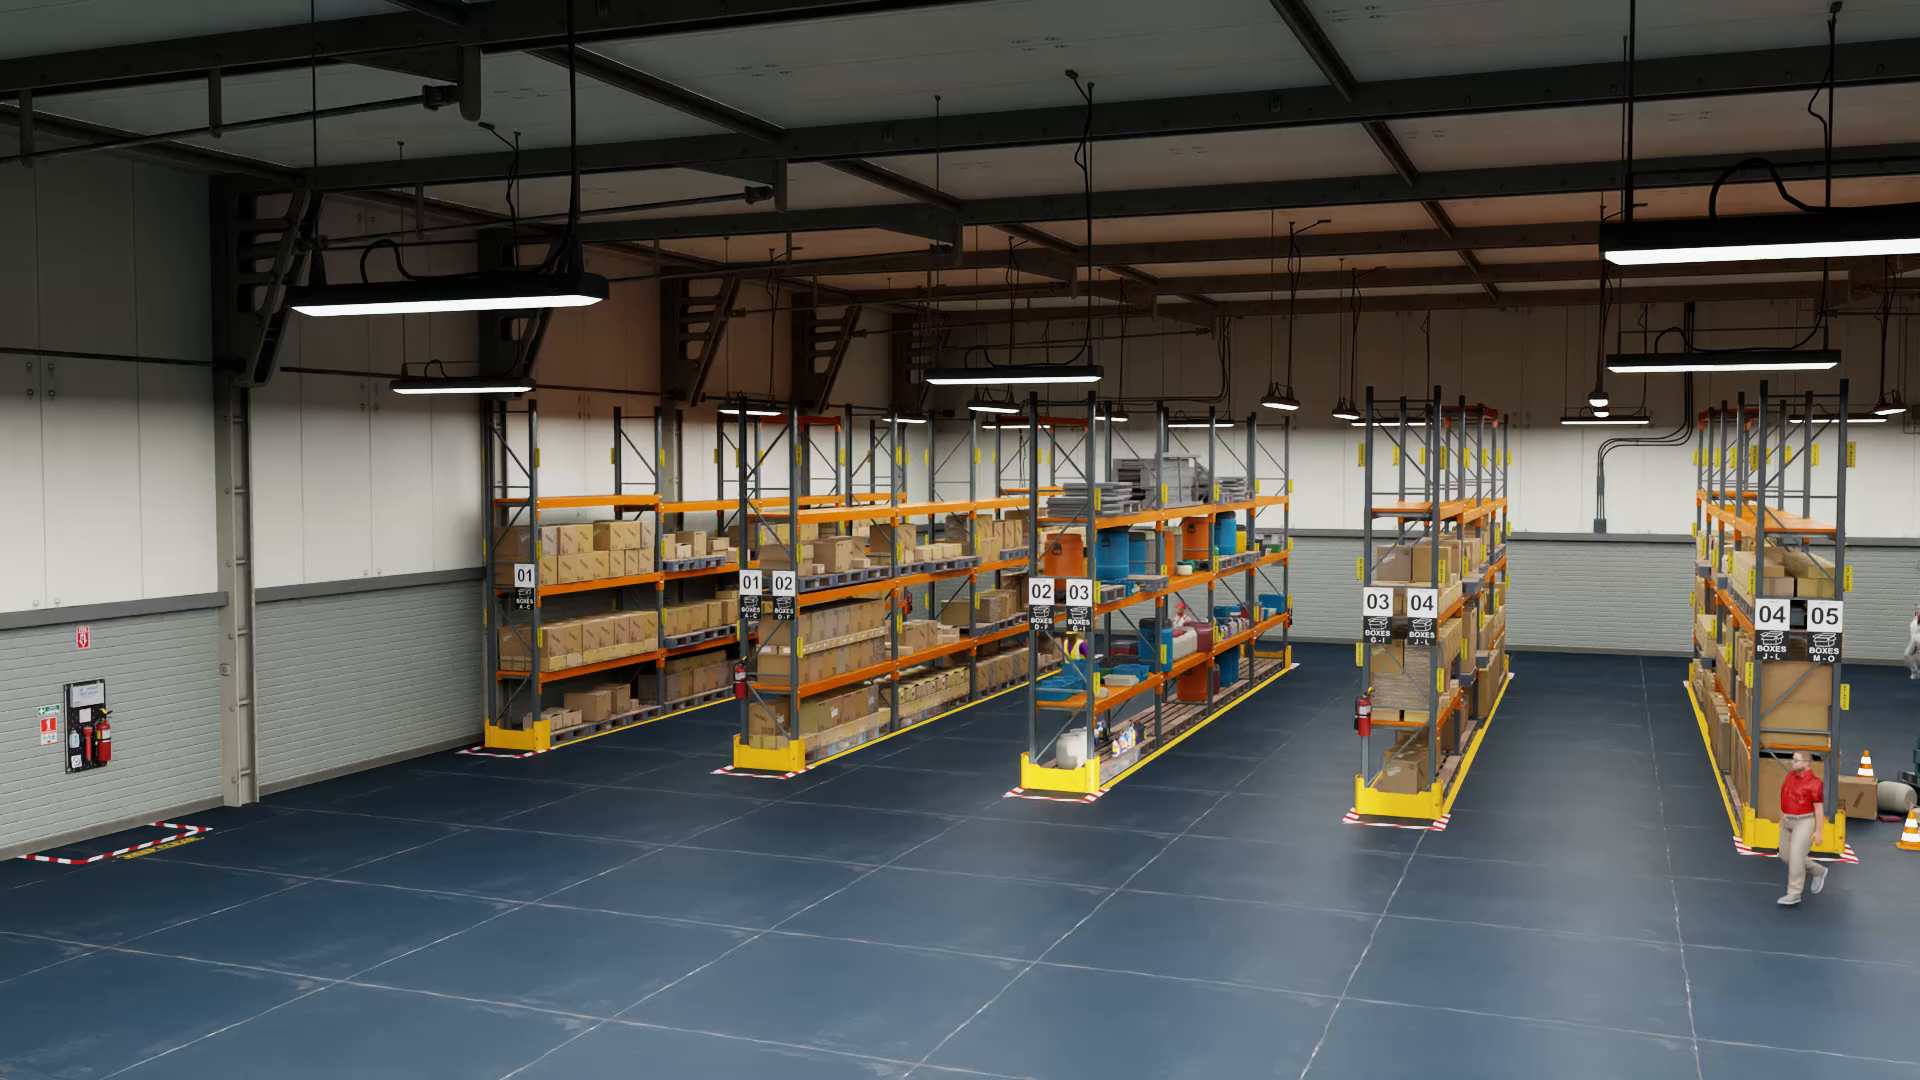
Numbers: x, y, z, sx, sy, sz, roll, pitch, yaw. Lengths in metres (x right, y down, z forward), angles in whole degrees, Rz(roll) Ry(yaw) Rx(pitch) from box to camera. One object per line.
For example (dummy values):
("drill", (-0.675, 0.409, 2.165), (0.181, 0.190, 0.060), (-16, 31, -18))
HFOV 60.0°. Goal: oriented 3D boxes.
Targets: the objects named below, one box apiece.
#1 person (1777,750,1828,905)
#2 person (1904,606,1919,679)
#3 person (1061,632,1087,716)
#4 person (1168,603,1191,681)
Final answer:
("person", (9.507, 3.212, 18.756), (0.821, 1.698, 0.581), (-1, 3, -17))
("person", (21.684, 2.334, 37.562), (0.493, 1.714, 0.501), (0, 3, -5))
("person", (2.281, 2.537, 32.421), (0.636, 1.739, 0.678), (2, 3, 32))
("person", (4.969, 2.275, 37.448), (1.113, 1.734, 0.572), (-2, 4, -40))
